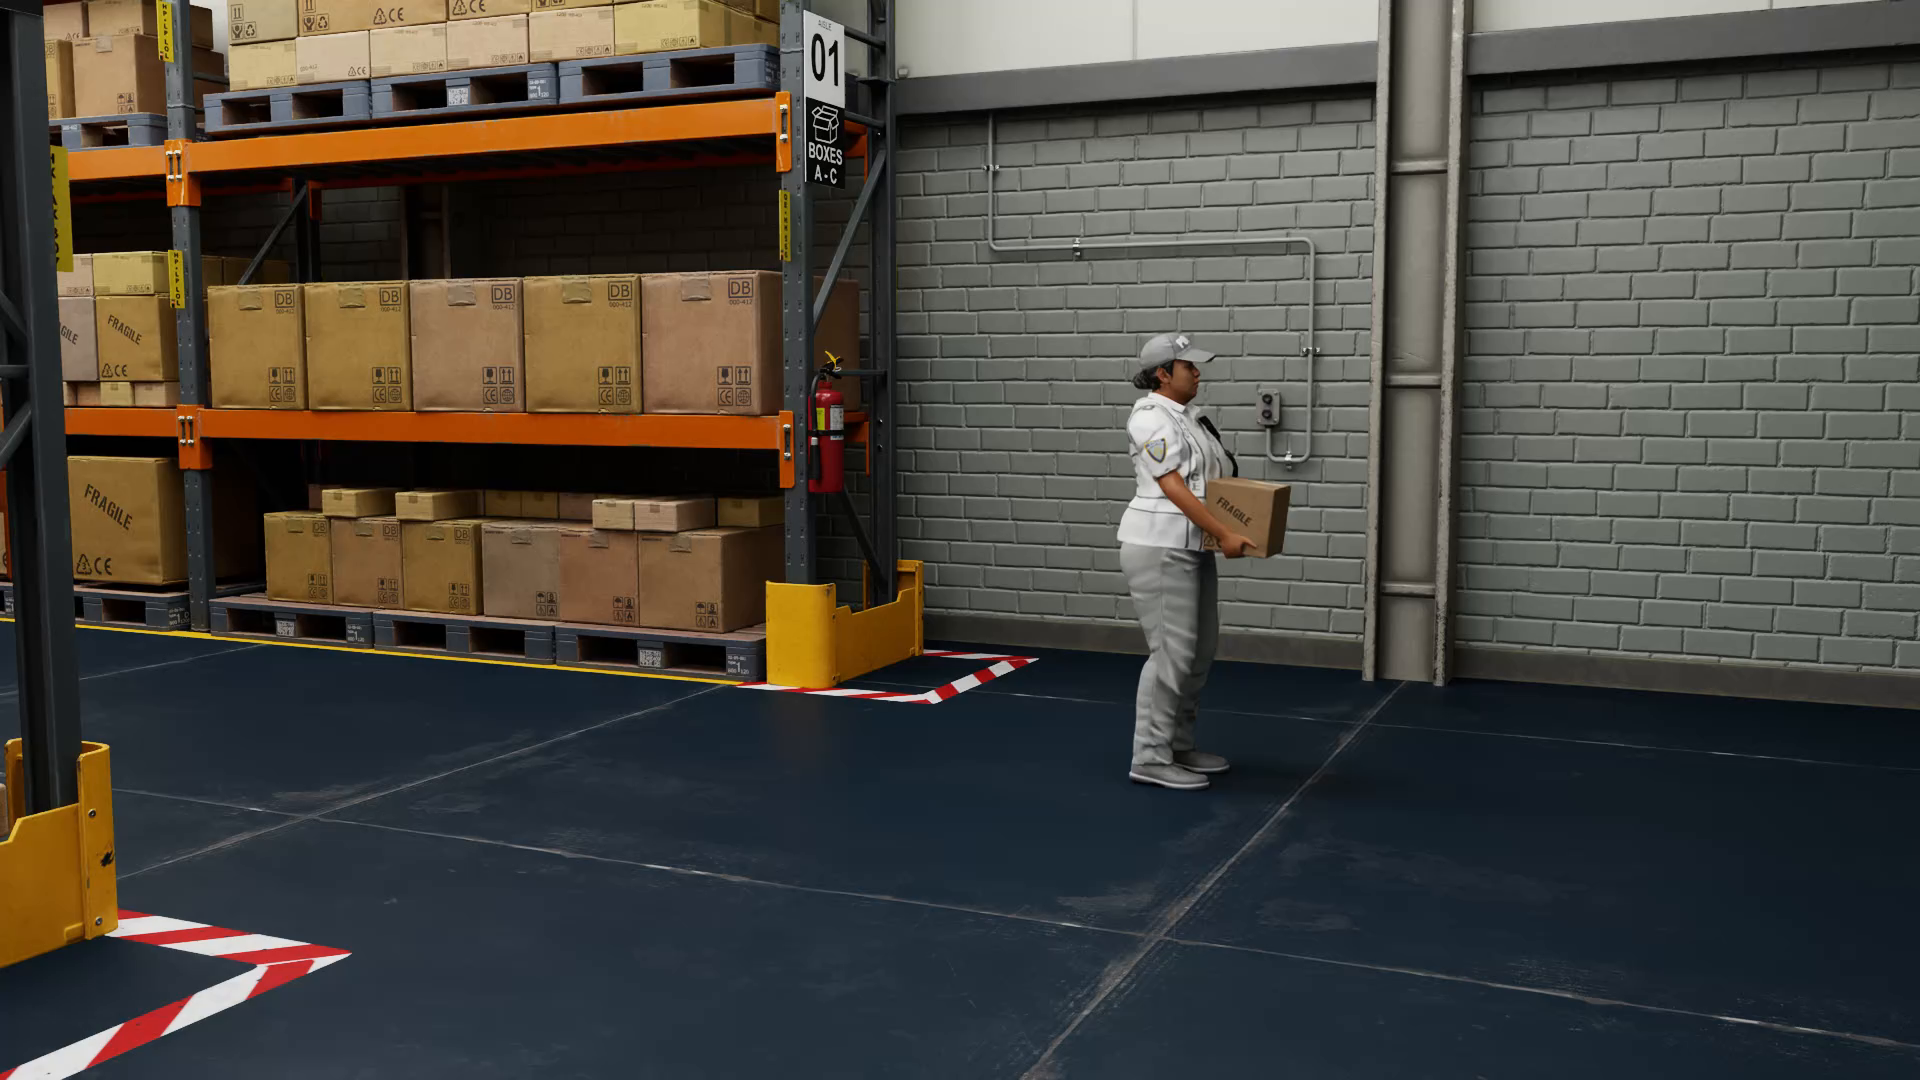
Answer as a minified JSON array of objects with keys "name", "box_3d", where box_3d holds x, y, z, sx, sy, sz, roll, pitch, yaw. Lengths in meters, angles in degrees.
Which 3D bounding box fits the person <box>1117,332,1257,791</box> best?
[{"name":"person","box_3d":[0.867,0.067,6.149,0.542,1.659,0.454,3,6,24]}]
